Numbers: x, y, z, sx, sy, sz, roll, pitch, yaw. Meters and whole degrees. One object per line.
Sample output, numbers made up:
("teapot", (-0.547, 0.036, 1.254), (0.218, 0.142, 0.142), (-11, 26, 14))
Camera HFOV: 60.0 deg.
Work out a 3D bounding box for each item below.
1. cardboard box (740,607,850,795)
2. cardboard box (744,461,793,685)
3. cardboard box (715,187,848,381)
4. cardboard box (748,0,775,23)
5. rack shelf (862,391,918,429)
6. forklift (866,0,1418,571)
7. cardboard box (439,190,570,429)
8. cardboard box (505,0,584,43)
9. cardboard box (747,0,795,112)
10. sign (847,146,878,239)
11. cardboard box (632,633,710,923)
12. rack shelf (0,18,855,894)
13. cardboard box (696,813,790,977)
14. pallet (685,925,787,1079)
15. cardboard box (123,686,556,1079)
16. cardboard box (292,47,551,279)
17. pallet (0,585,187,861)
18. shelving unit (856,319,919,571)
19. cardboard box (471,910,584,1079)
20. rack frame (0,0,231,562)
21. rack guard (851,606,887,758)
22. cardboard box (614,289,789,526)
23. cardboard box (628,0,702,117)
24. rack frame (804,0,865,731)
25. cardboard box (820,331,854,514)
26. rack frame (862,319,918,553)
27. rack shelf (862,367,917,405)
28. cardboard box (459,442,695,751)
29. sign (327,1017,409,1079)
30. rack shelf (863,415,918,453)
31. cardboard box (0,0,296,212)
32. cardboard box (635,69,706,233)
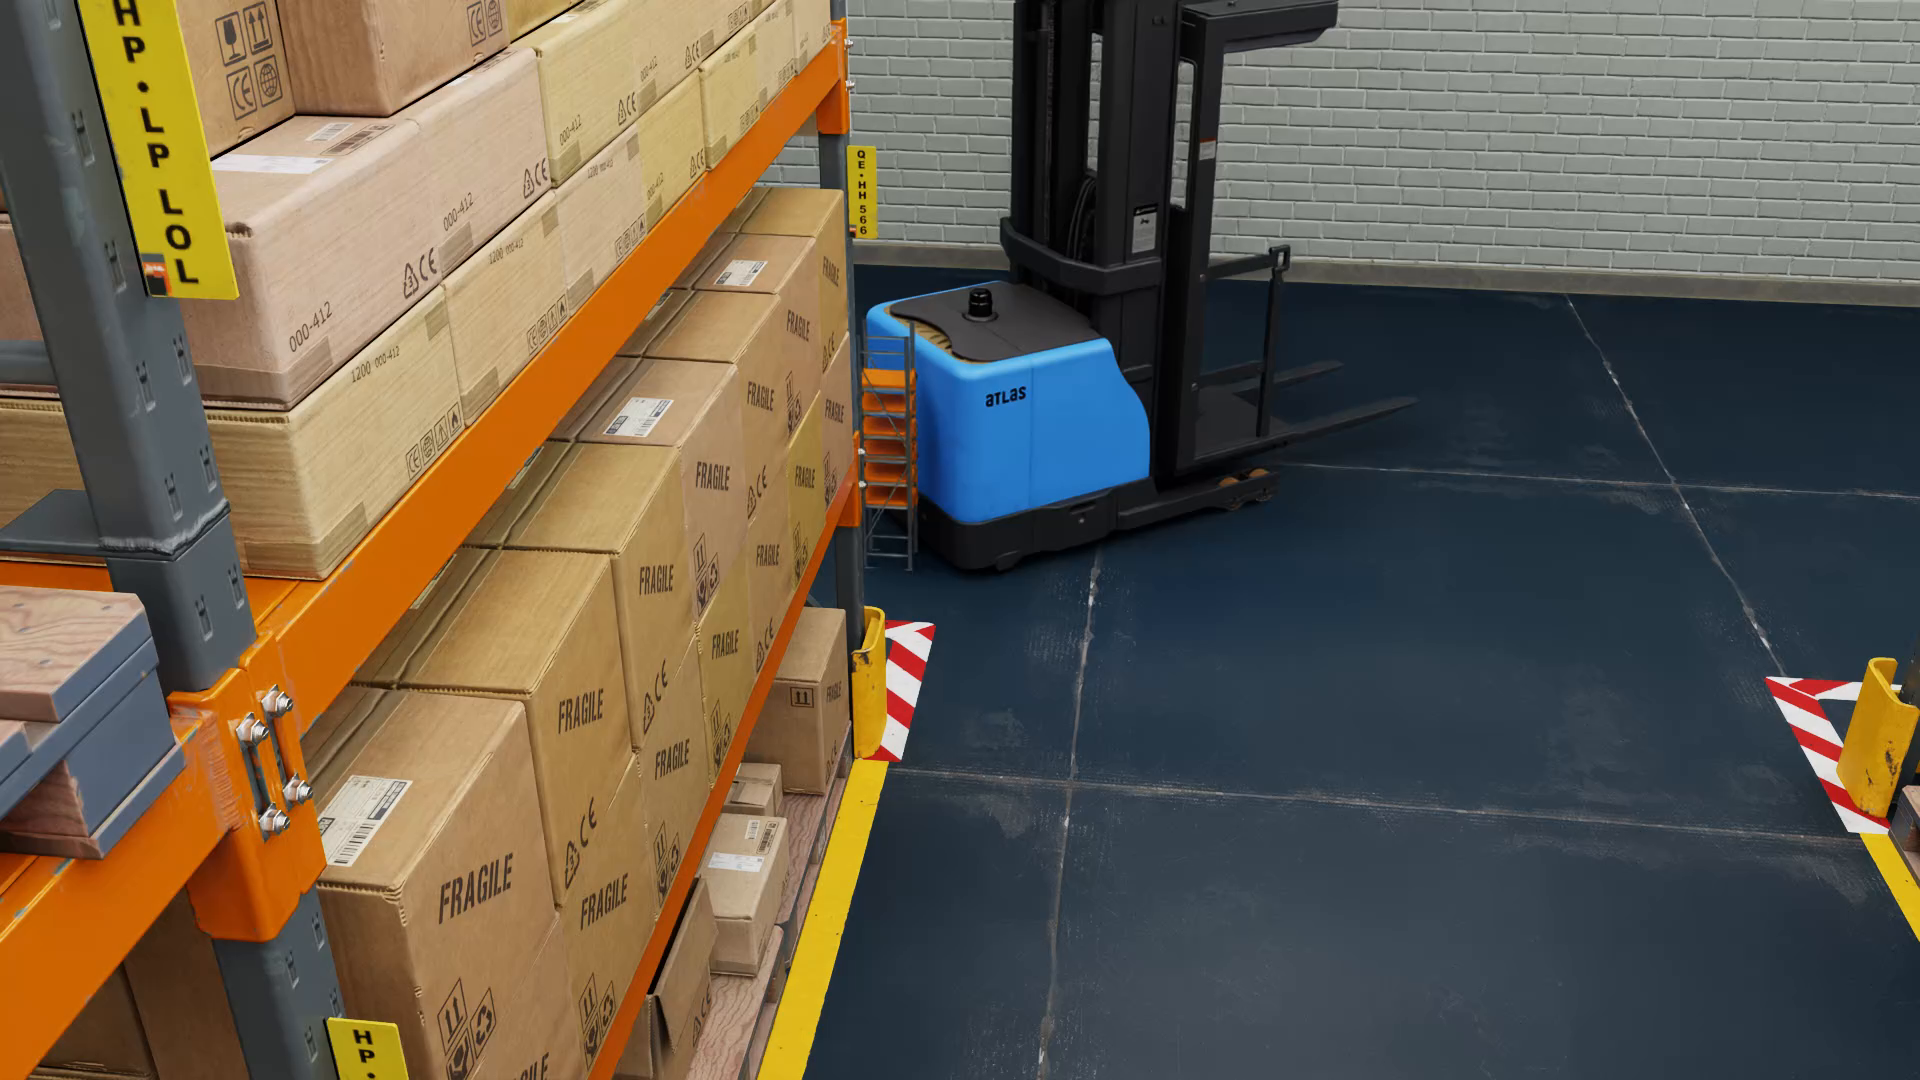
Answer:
("cardboard box", (-0.708, 0.580, 6.182), (0.500, 0.500, 0.500), (3, 28, 6))
("cardboard box", (-0.797, 0.065, 4.861), (0.500, 0.500, 0.500), (4, 29, 7))
("cardboard box", (-0.668, -0.855, 5.515), (0.500, 0.500, 0.500), (3, 28, 6))
("cardboard box", (-0.757, -1.579, 4.487), (0.500, 0.250, 0.500), (3, 28, 6))
("rack shelf", (-0.336, -0.601, 7.687), (0.258, 0.103, 0.180), (3, 28, 6))
("forklift", (1.063, -1.644, 8.211), (3.031, 2.935, 1.130), (-15, 32, -26))
("cardboard box", (-1.006, -0.418, 2.859), (0.500, 0.250, 0.500), (3, 28, 6))
("cardboard box", (-1.097, -1.212, 3.016), (0.700, 0.500, 0.500), (3, 28, 6))
("cardboard box", (-0.759, -1.359, 4.606), (0.500, 0.250, 0.500), (3, 28, 6))
("sign", (-0.338, -1.204, 5.768), (0.100, 0.325, 0.005), (3, 28, 6))
("cardboard box", (-0.920, 0.542, 3.977), (0.500, 0.500, 0.500), (3, 28, 6))
("rack shelf", (-1.131, -0.659, 3.907), (1.077, 0.370, 4.000), (3, 28, 6))
("cardboard box", (-0.854, 1.136, 5.414), (0.500, 0.250, 0.500), (3, 28, 6))
("pallet", (-1.144, 1.615, 5.030), (1.003, 0.211, 1.213), (3, 28, 6))
("cardboard box", (-1.039, 0.597, 2.820), (0.500, 0.500, 0.500), (4, 29, 8))
("cardboard box", (-1.011, -0.638, 2.741), (0.500, 0.250, 0.500), (3, 28, 6))
("pallet", (-1.526, 0.351, 1.471), (1.213, 0.211, 1.003), (3, 28, 6))
("shelving unit", (-0.336, -0.428, 7.780), (0.258, 1.200, 0.189), (3, 28, 6))
("cardboard box", (-1.043, 1.018, 3.092), (0.500, 0.500, 0.500), (4, 29, 8))
("rack frame", (-1.376, -1.355, 1.277), (1.000, 3.000, 0.127), (3, 28, 6))
("rack guard", (-0.895, 0.540, 6.721), (1.175, 0.500, 0.348), (3, 28, 6))
("cardboard box", (-0.788, -0.373, 4.620), (0.500, 0.500, 0.500), (4, 29, 8))
("cardboard box", (-0.877, -1.108, 3.613), (0.500, 0.250, 0.500), (3, 28, 6))
("rack frame", (-0.886, -0.597, 6.195), (1.000, 3.000, 0.127), (3, 28, 6))
("cardboard box", (-0.671, -0.414, 5.750), (0.500, 0.500, 0.500), (4, 29, 8))
("rack frame", (-0.326, -0.472, 7.860), (0.240, 1.200, 0.006), (3, 28, 6))
("rack shelf", (-0.336, -0.706, 7.630), (0.258, 0.103, 0.180), (3, 28, 6))
("cardboard box", (-0.913, 0.112, 3.720), (0.500, 0.500, 0.500), (3, 28, 5))
("sign", (-0.825, 0.807, 2.369), (0.100, 0.325, 0.005), (3, 28, 6))
("rack shelf", (-0.336, -0.495, 7.744), (0.258, 0.103, 0.180), (3, 28, 6))
("cardboard box", (-1.354, -0.750, 2.157), (0.700, 0.500, 0.500), (3, 28, 6))
("cardboard box", (-0.885, -0.889, 3.733), (0.500, 0.250, 0.500), (3, 28, 6))
